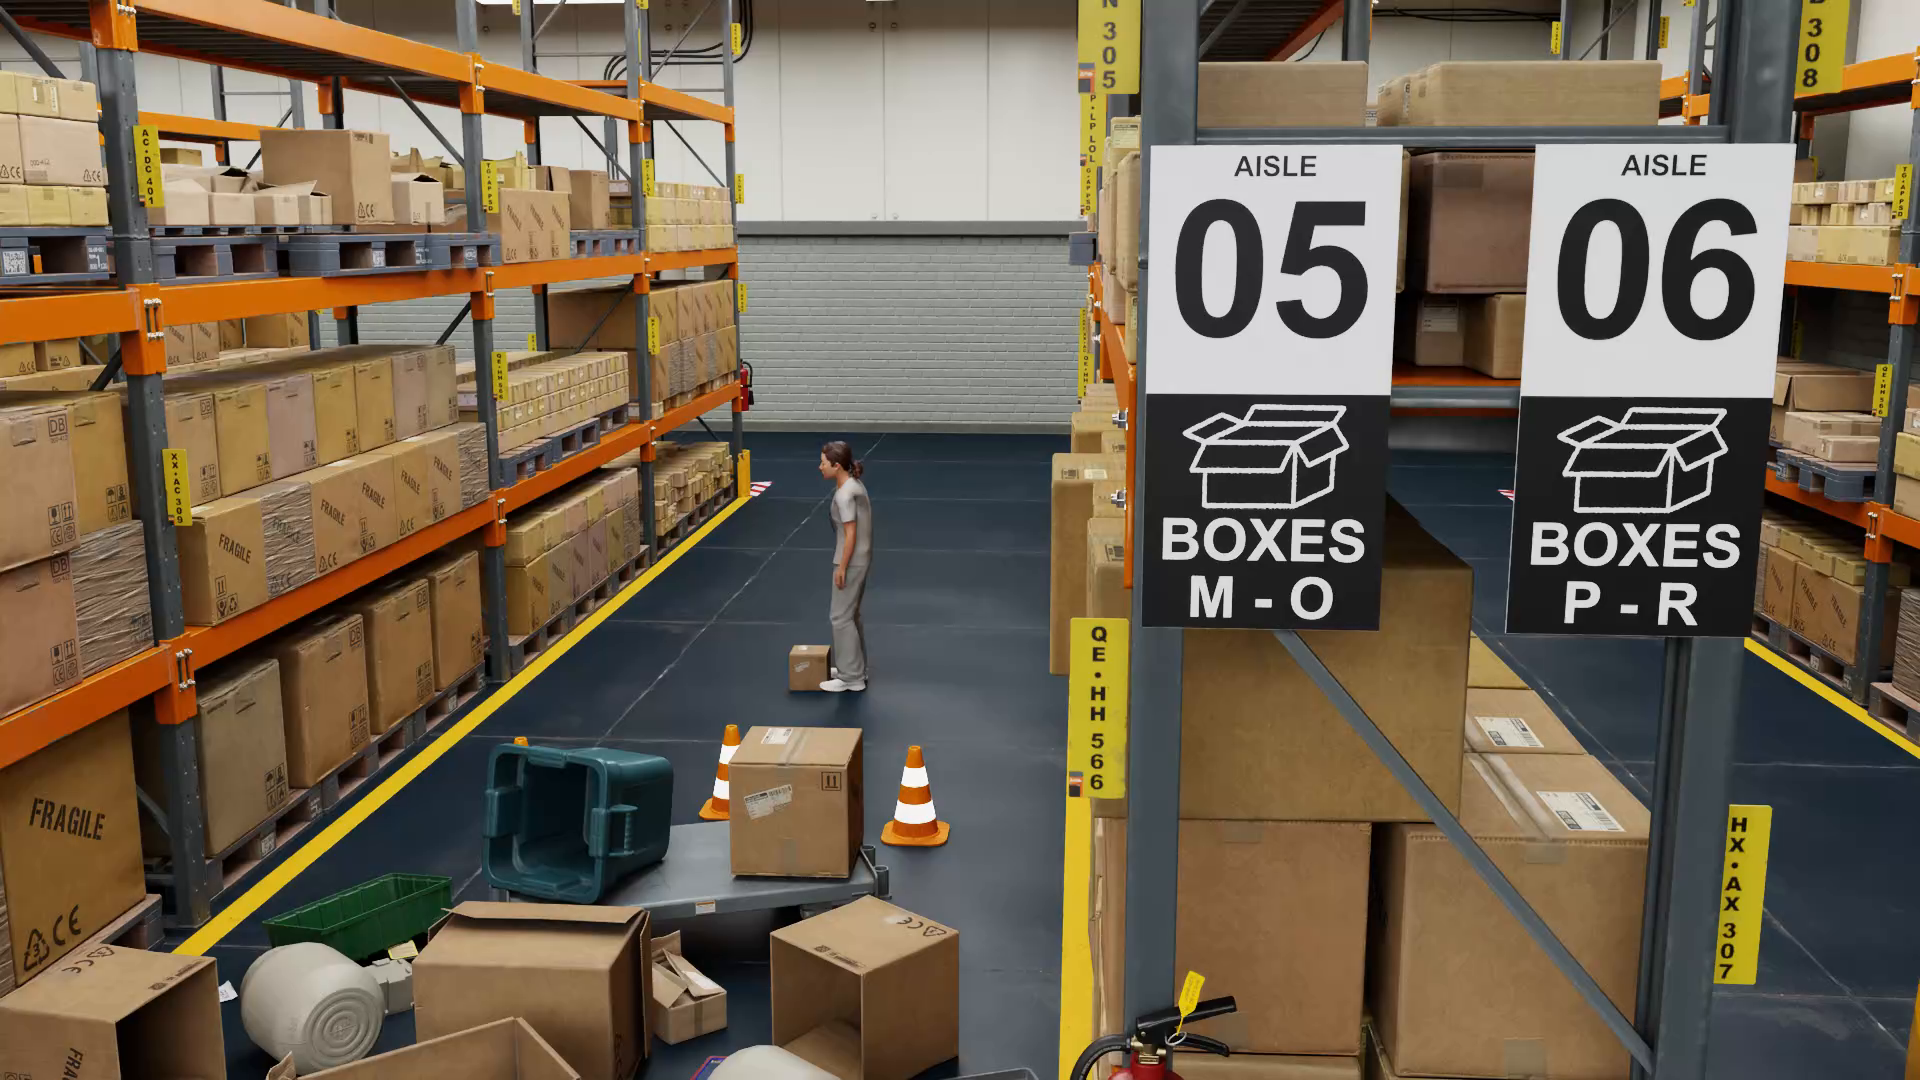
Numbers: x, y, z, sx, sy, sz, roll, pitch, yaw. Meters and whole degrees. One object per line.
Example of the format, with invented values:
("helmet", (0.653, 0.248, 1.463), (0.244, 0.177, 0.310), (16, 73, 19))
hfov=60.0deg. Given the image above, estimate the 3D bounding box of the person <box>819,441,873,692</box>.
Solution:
("person", (-0.758, 0.164, 11.074), (0.360, 1.671, 0.508), (0, 11, 1))
